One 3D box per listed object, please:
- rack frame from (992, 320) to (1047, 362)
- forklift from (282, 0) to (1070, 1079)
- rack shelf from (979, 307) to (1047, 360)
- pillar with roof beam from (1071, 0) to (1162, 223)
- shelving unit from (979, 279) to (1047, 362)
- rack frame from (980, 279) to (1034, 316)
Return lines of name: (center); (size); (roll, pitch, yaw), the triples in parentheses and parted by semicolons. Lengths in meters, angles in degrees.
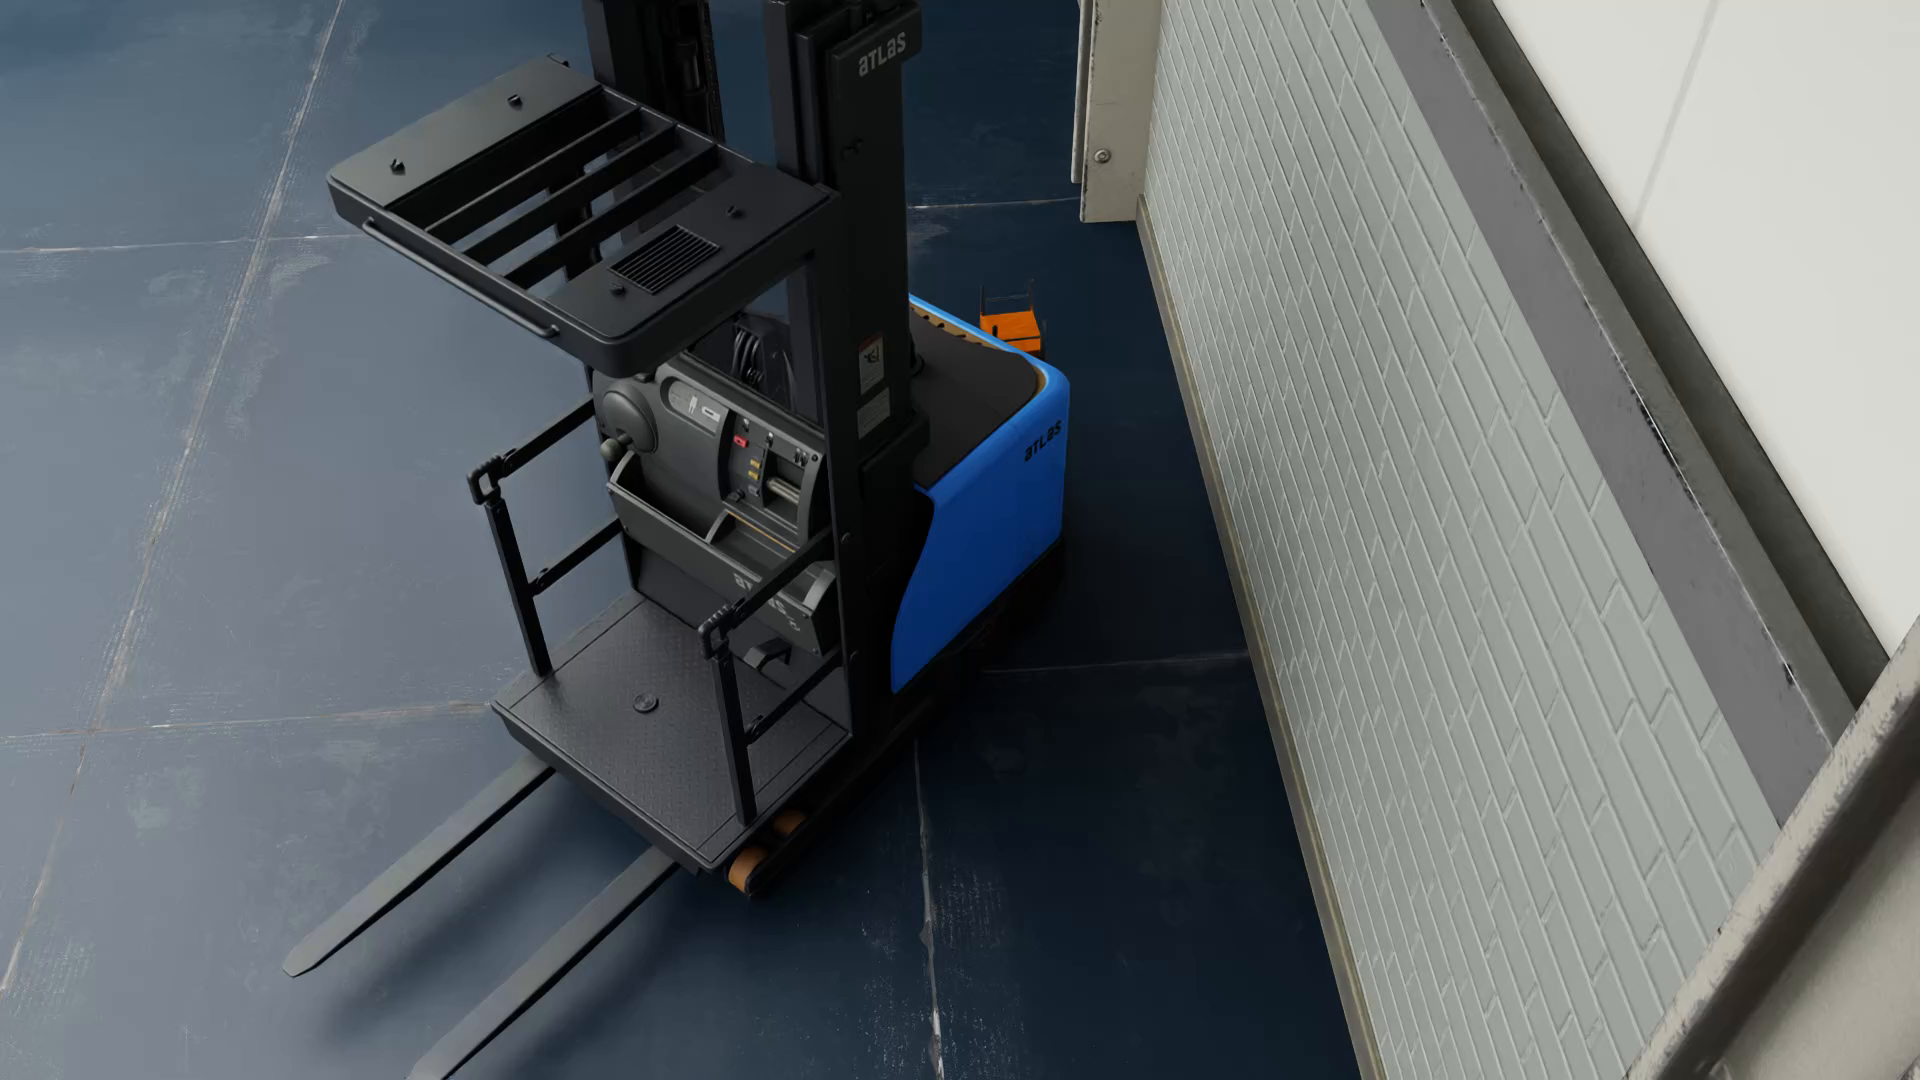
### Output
rack frame: (0.217, -0.426, 6.431); (0.200, 1.050, 0.008); (-7, 47, -7)
forklift: (-0.910, -0.230, 4.949); (1.130, 2.935, 3.031); (30, 54, 25)
rack shelf: (0.197, -0.702, 6.315); (0.215, 0.259, 0.240); (-7, 47, -7)
pillar with roof beam: (-3.552, -4.558, 4.869); (9.100, 9.000, 0.400); (-3, 47, -3)
shelving unit: (0.197, -0.514, 6.513); (0.215, 1.050, 0.252); (-7, 47, -7)
rack frame: (0.176, -0.601, 6.596); (0.200, 1.050, 0.008); (-7, 47, -7)
